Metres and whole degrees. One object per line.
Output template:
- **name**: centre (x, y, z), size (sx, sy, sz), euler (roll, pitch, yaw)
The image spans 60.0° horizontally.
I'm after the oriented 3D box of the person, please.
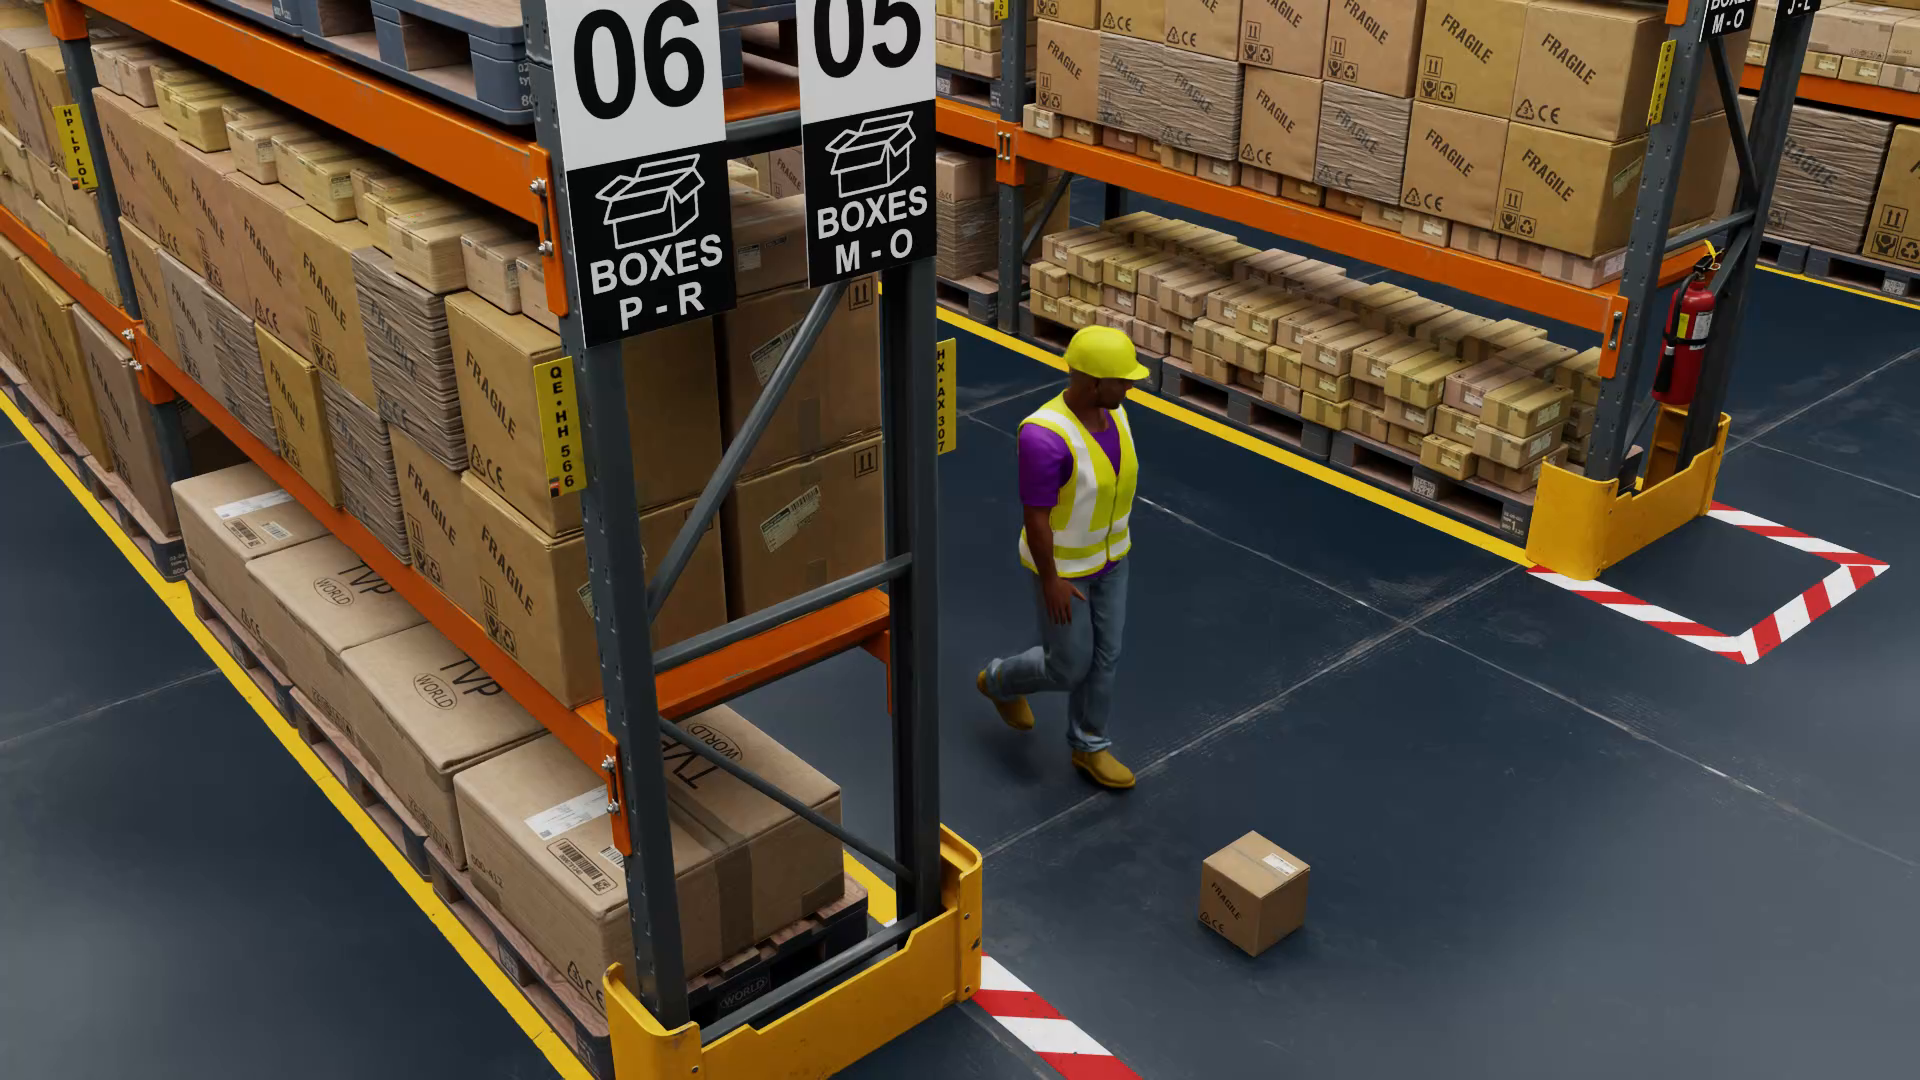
- **person**: centre (0.400, 0.046, 5.988), size (0.693, 1.763, 0.586), euler (25, 37, 39)
